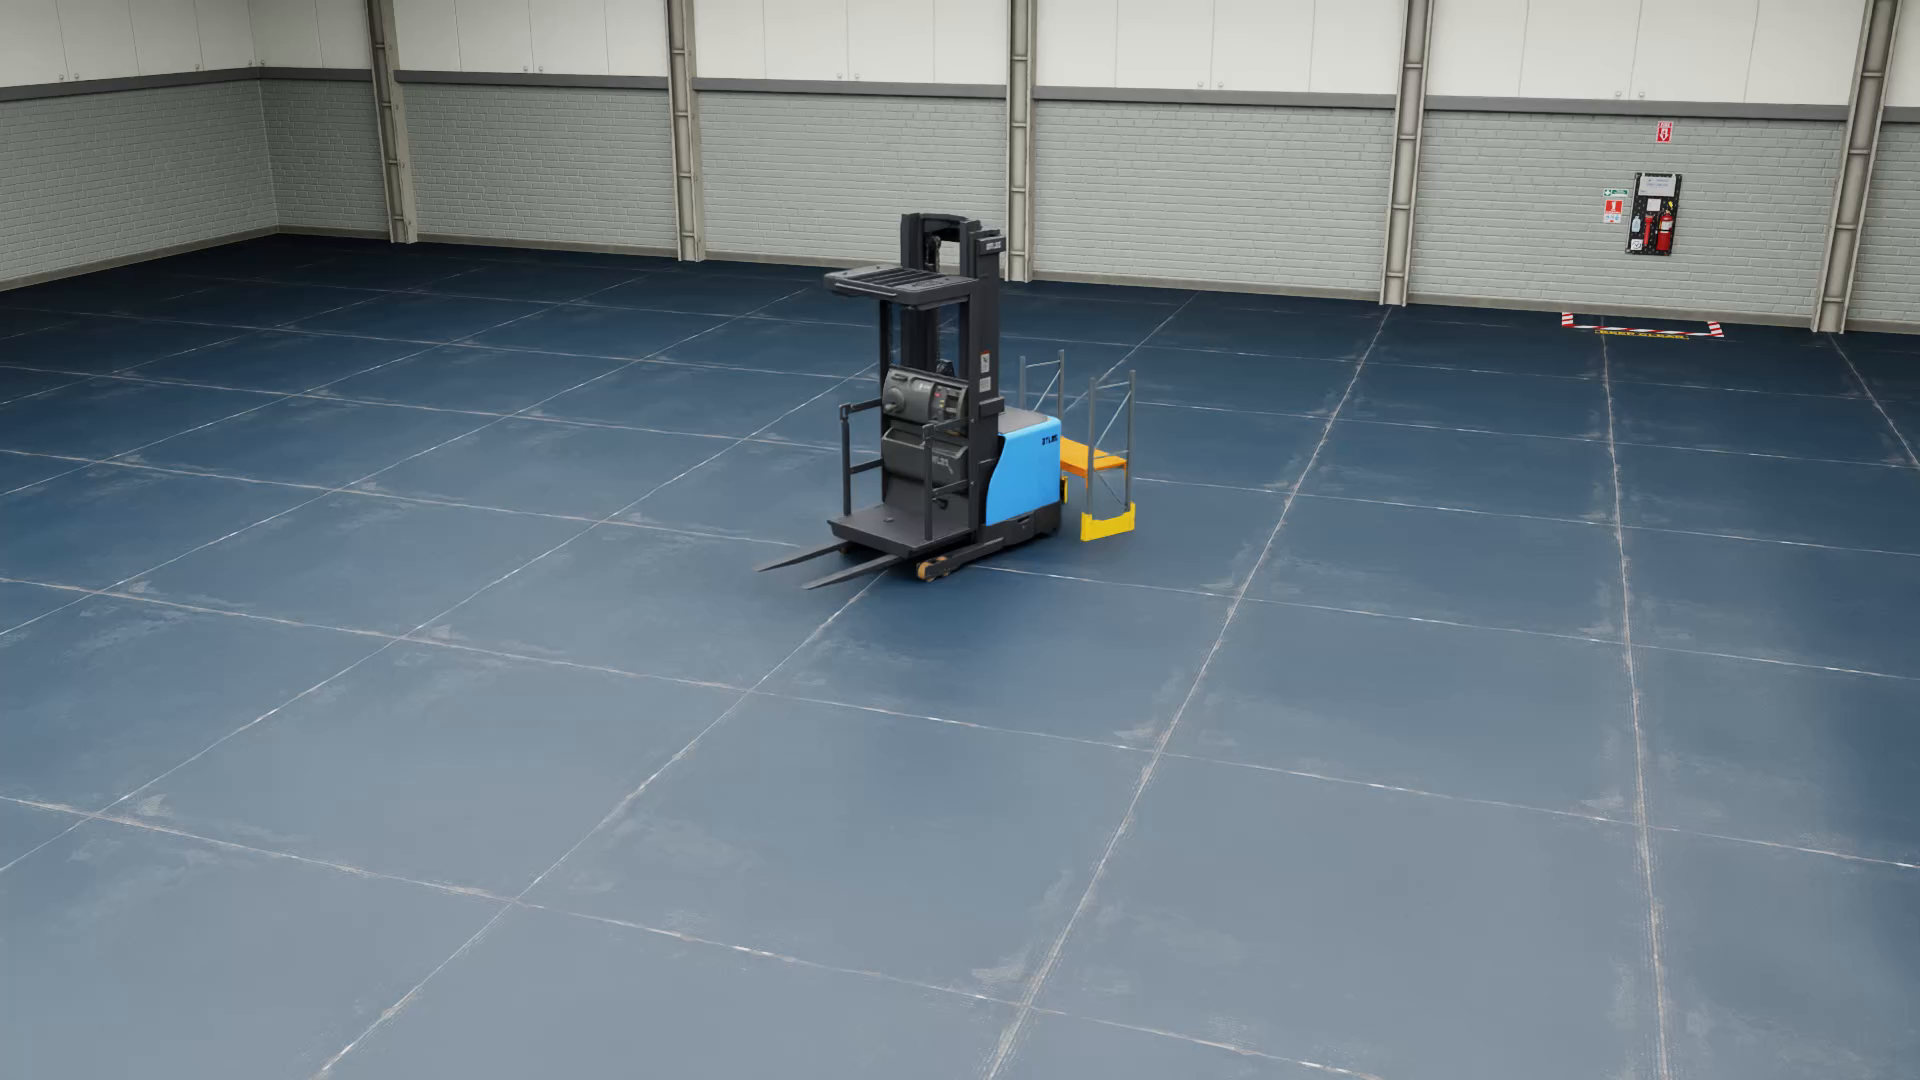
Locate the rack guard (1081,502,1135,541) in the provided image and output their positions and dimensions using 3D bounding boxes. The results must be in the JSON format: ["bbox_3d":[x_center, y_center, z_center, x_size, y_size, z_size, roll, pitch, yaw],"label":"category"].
[{"bbox_3d":[1.354,-0.171,15.188,0.587,0.250,0.087,-13,23,-33],"label":"rack guard"}]

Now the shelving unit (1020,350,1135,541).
[{"bbox_3d":[1.068,-0.896,15.367,0.587,1.500,1.083,-13,23,-33],"label":"shelving unit"}]

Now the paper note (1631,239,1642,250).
[{"bbox_3d":[9.838,-4.293,24.174,0.142,0.148,0.016,7,20,18],"label":"paper note"}]

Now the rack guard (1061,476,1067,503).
[{"bbox_3d":[0.781,-0.439,15.957,0.587,0.250,0.087,-13,23,-33],"label":"rack guard"}]

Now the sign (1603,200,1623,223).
[{"bbox_3d":[9.494,-4.777,24.170,0.234,0.329,0.001,7,20,18],"label":"sign"}]

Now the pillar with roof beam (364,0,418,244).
[{"bbox_3d":[-11.779,-8.477,25.723,0.400,9.000,9.100,7,20,18],"label":"pillar with roof beam"}]

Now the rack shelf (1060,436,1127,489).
[{"bbox_3d":[1.062,-0.728,15.433,0.538,0.185,1.000,-13,23,-33],"label":"rack shelf"}]

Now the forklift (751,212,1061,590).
[{"bbox_3d":[-0.447,-1.219,14.120,1.130,2.935,3.031,17,25,40],"label":"forklift"}]

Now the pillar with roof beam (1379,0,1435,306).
[{"bbox_3d":[5.224,-6.532,20.145,0.400,9.000,9.100,7,20,18],"label":"pillar with roof beam"}]

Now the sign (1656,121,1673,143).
[{"bbox_3d":[10.008,-5.795,23.623,0.199,0.298,0.001,7,20,18],"label":"sign"}]

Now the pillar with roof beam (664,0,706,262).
[{"bbox_3d":[-6.112,-7.829,23.863,0.400,9.000,9.100,7,20,18],"label":"pillar with roof beam"}]

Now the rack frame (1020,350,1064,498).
[{"bbox_3d":[0.770,-1.035,15.767,0.500,1.500,0.032,-13,23,-33],"label":"rack frame"}]

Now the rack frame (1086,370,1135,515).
[{"bbox_3d":[1.355,-0.761,14.982,0.500,1.500,0.032,-13,23,-33],"label":"rack frame"}]

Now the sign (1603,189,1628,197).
[{"bbox_3d":[9.495,-5.024,24.074,0.331,0.109,0.001,7,20,18],"label":"sign"}]

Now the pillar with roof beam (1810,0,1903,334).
[{"bbox_3d":[10.892,-5.884,18.286,0.400,9.000,9.100,7,20,18],"label":"pillar with roof beam"}]

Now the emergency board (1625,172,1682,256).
[{"bbox_3d":[9.983,-4.669,23.913,0.643,1.169,0.194,7,20,18],"label":"emergency board"}]

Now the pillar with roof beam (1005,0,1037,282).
[{"bbox_3d":[-0.444,-7.180,22.004,0.400,9.000,9.100,7,20,18],"label":"pillar with roof beam"}]
